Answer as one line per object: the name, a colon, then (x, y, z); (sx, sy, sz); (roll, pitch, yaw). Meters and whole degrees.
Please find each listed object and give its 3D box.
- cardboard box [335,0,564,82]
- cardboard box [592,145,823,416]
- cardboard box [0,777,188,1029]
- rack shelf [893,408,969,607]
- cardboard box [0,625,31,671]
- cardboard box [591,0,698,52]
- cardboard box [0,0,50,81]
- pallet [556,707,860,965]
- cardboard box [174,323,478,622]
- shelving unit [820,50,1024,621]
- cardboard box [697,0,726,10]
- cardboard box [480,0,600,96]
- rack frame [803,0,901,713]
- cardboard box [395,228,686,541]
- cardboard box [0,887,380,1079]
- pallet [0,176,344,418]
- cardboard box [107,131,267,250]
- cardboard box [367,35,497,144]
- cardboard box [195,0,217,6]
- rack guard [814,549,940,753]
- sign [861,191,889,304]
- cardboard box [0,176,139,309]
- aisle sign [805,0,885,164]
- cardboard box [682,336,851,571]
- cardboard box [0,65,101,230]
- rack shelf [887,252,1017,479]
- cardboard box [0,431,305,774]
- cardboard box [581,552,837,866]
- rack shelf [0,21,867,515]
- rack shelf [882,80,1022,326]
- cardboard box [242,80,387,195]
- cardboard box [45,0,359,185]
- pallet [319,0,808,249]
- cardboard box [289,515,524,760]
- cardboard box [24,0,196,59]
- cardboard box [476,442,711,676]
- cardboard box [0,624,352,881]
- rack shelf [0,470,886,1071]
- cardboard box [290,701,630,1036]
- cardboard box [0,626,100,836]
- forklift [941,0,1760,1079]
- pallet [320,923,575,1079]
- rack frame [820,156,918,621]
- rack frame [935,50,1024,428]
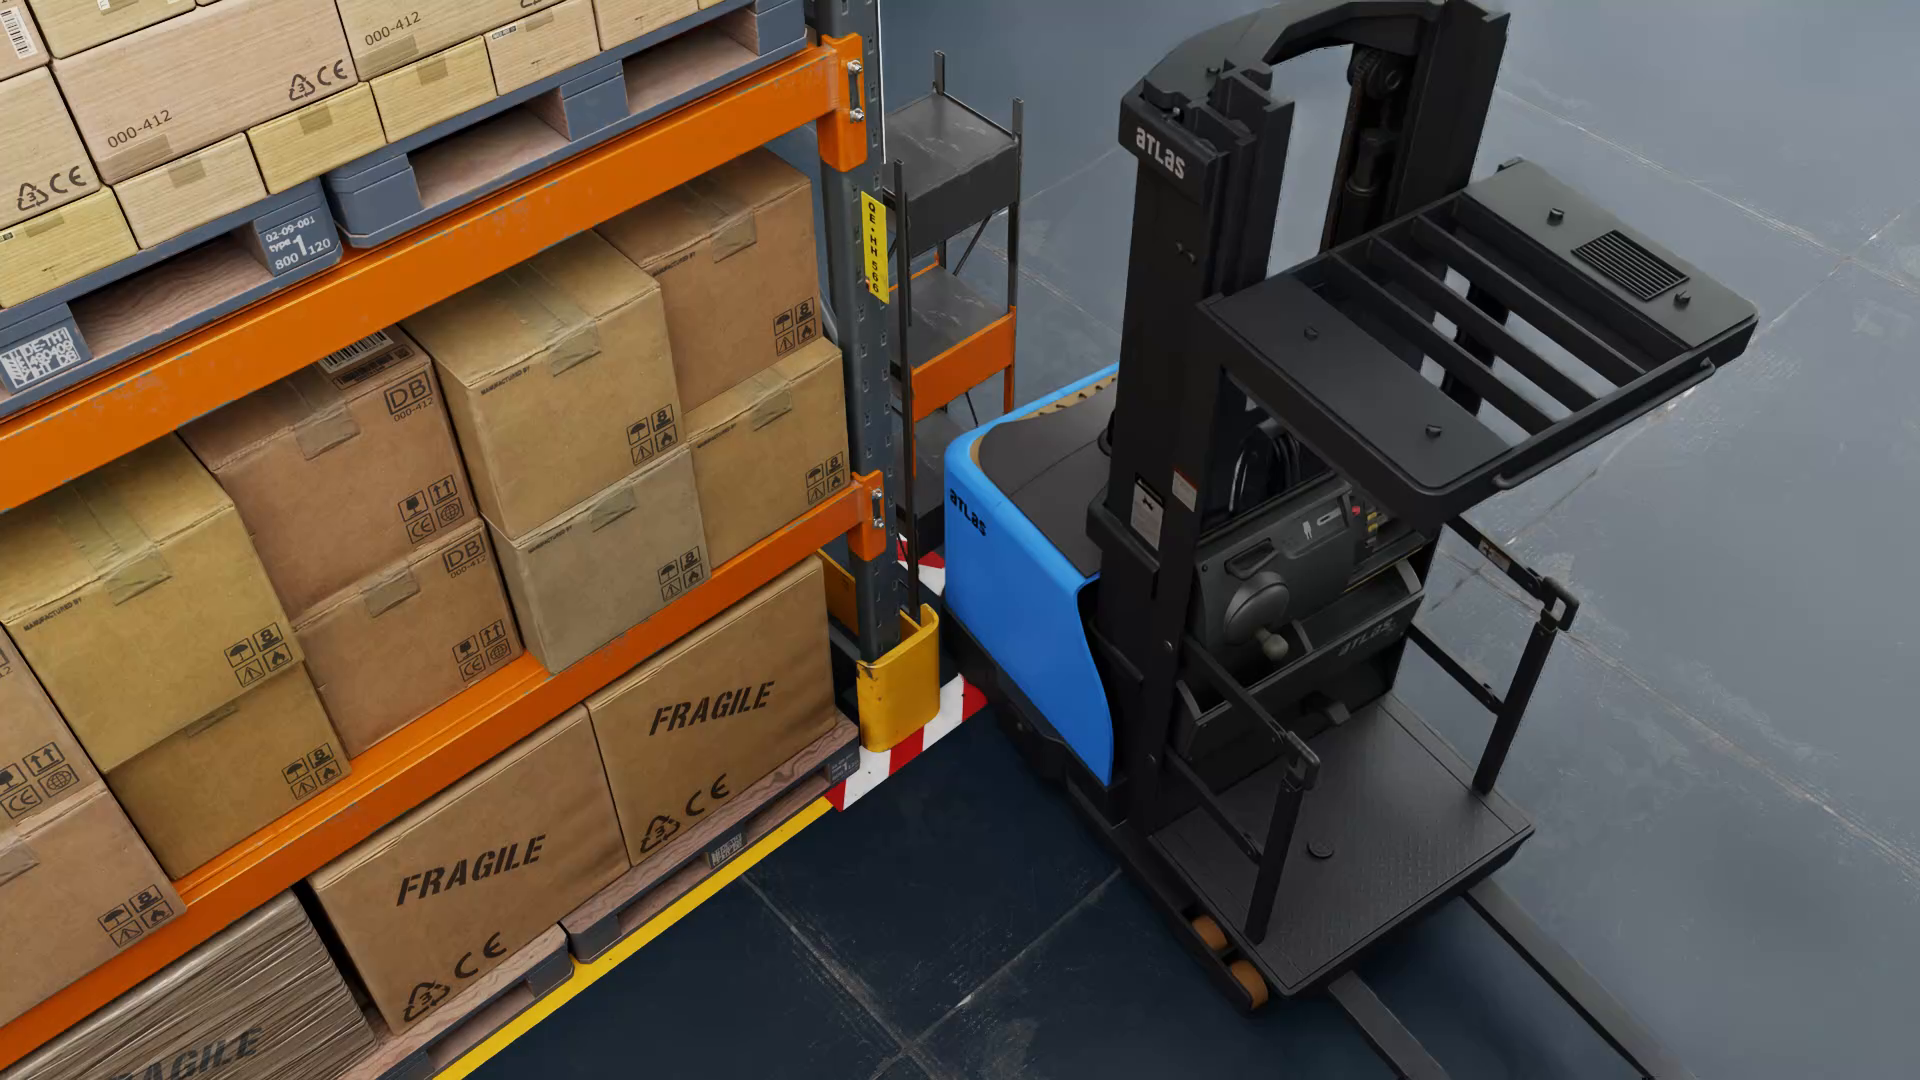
cardboard box: (-1.130, -1.218, 3.338); (0.500, 0.250, 0.500); (-34, 56, -27)
cardboard box: (-0.886, -0.870, 4.675); (0.550, 0.550, 0.875); (-34, 56, -27)
cardboard box: (-2.409, 0.636, 4.021); (0.550, 0.550, 0.875); (-34, 56, -27)
rack shelf: (-0.122, -0.146, 6.427); (0.480, 0.518, 0.431); (-34, 56, -27)
cardboard box: (-3.512, 0.438, 6.165); (0.258, 0.266, 0.396); (-25, 52, -21)
cardboard box: (-0.790, -1.251, 3.639); (0.250, 0.149, 0.380); (-33, 55, -27)
cardboard box: (-1.734, -0.889, 2.763); (0.250, 0.149, 0.380); (-33, 55, -27)
pallet: (-1.124, 0.768, 5.897); (1.213, 0.211, 1.003); (-34, 56, -27)
cardboard box: (-1.736, -0.345, 4.190); (0.550, 0.550, 0.875); (-34, 56, -27)
shelving unit: (-0.122, -0.630, 5.903); (0.503, 2.100, 0.431); (-34, 56, -27)
cardboard box: (-0.603, -1.375, 3.754); (0.250, 0.149, 0.380); (-34, 56, -27)
cardboard box: (-0.979, -1.123, 3.522); (0.250, 0.149, 0.380); (-33, 55, -27)
rack frame: (-0.585, -0.615, 5.277); (0.127, 3.000, 1.000); (-34, 56, -27)
cardboard box: (-1.230, -0.548, 4.378); (0.550, 0.550, 0.875); (-34, 56, -27)
cardboard box: (-2.368, 1.220, 4.743); (0.875, 0.875, 0.875); (-33, 56, -27)
pallet: (-2.030, -0.623, 3.304); (1.213, 0.211, 1.003); (-34, 56, -27)
cardboard box: (-1.543, -0.747, 3.174); (0.250, 0.149, 0.380); (-33, 55, -27)
cardboard box: (-1.167, -0.999, 3.407); (0.250, 0.149, 0.380); (-33, 55, -27)
cardboard box: (-1.357, -1.142, 2.996); (0.250, 0.149, 0.380); (-34, 56, -27)
rack guard: (-0.567, 0.221, 6.206); (0.348, 0.500, 1.175); (-34, 56, -27)
sign: (-0.230, -0.786, 4.485); (0.005, 0.325, 0.100); (-34, 56, -27)
cardboard box: (-1.732, -0.621, 3.058); (0.250, 0.149, 0.380); (-33, 55, -27)
aisle sign: (-0.331, -1.369, 4.203); (0.004, 0.787, 0.394); (-34, 56, -27)
cardboard box: (-0.829, -0.458, 5.029); (0.550, 0.550, 0.875); (-34, 56, -27)
cardboard box: (-1.875, -0.721, 2.879); (0.500, 0.250, 0.500); (-33, 55, -27)
rack shelf: (-0.122, -0.621, 5.913); (0.480, 0.518, 0.431); (-34, 56, -27)
cardboard box: (-2.041, -0.012, 3.883); (0.500, 0.550, 0.875); (-34, 56, -27)
cardboard box: (-1.042, 0.334, 5.561); (0.875, 0.875, 0.875); (-33, 56, -27)
rack shelf: (-2.065, -0.400, 3.526); (4.000, 0.370, 1.077); (-34, 56, -27)
rack shelf: (-0.122, -1.096, 5.398); (0.480, 0.518, 0.431); (-34, 56, -27)
cardboard box: (-1.356, -0.871, 3.289); (0.250, 0.149, 0.380); (-35, 56, -28)
cardboard box: (-1.502, -0.970, 3.109); (0.500, 0.250, 0.500); (-34, 56, -27)
pallet: (-1.127, -1.230, 3.863); (1.213, 0.211, 1.003); (-34, 56, -27)
cardboard box: (-1.720, 0.034, 4.575); (0.550, 0.550, 0.875); (-34, 56, -27)
cardboard box: (-1.547, -1.014, 2.879); (0.250, 0.149, 0.380); (-35, 56, -28)
cardboard box: (-1.221, -0.174, 4.768); (0.550, 0.550, 0.875); (-34, 56, -27)
cardboard box: (-2.084, 0.319, 4.313); (0.500, 0.550, 0.875); (-34, 56, -27)
rack shelf: (-2.065, 0.618, 4.629); (4.000, 0.370, 1.077); (-34, 56, -27)
cardboard box: (-1.692, 0.770, 5.158); (0.875, 0.875, 0.875); (-35, 56, -28)
cardboard box: (-2.428, 0.254, 3.637); (0.550, 0.550, 0.875); (-34, 56, -27)
forklift: (1.167, 0.111, 4.653); (1.130, 2.935, 3.031); (-26, 53, -22)
pallet: (-2.026, 1.368, 5.344); (1.213, 0.211, 1.003); (-34, 56, -27)
rack frame: (-0.303, -0.510, 5.791); (0.015, 2.100, 0.400); (-34, 56, -27)
rack frame: (0.058, -0.751, 6.014); (0.015, 2.100, 0.400); (-34, 56, -27)
